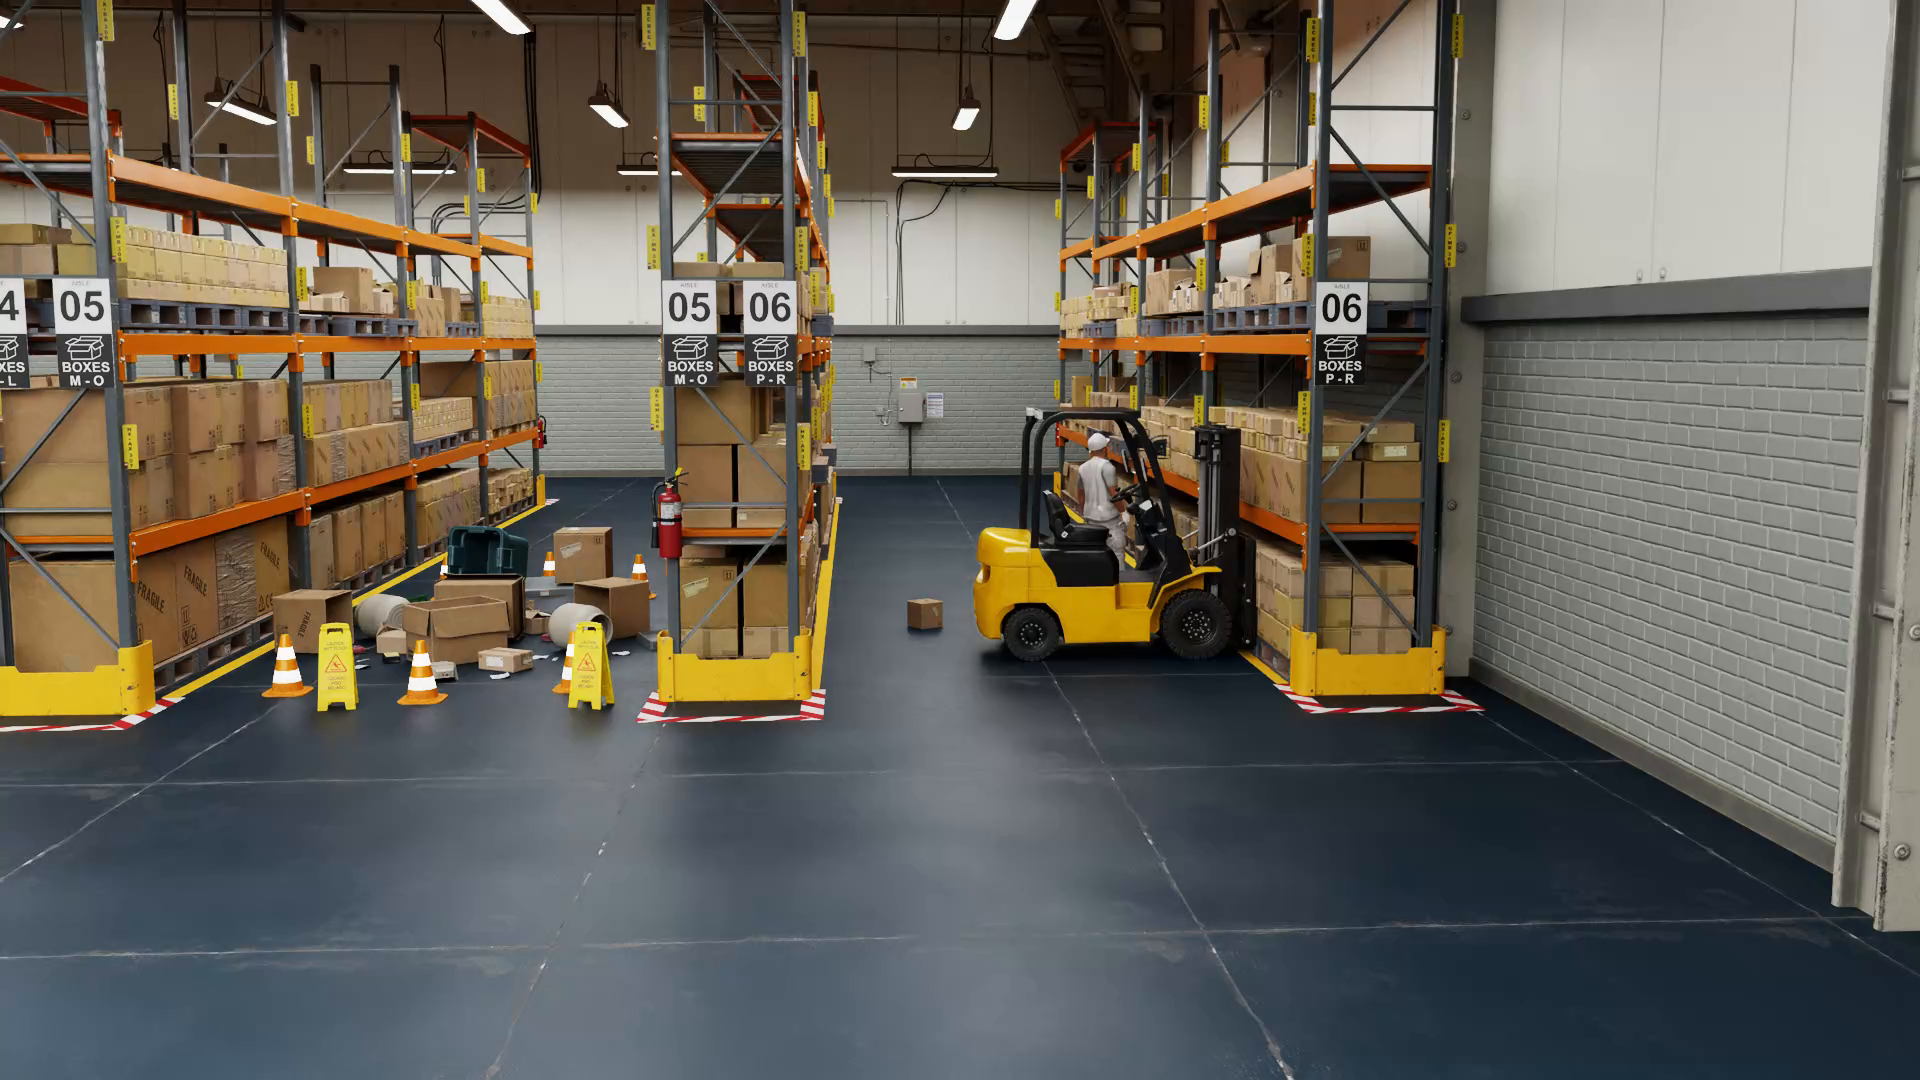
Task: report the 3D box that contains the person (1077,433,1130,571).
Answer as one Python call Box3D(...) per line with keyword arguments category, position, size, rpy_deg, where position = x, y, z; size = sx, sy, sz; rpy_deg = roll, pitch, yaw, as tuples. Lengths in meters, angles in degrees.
Box3D(category="person", position=(1.572, -0.234, 17.531), size=(0.566, 1.787, 0.637), rpy_deg=(-6, 9, -40))
